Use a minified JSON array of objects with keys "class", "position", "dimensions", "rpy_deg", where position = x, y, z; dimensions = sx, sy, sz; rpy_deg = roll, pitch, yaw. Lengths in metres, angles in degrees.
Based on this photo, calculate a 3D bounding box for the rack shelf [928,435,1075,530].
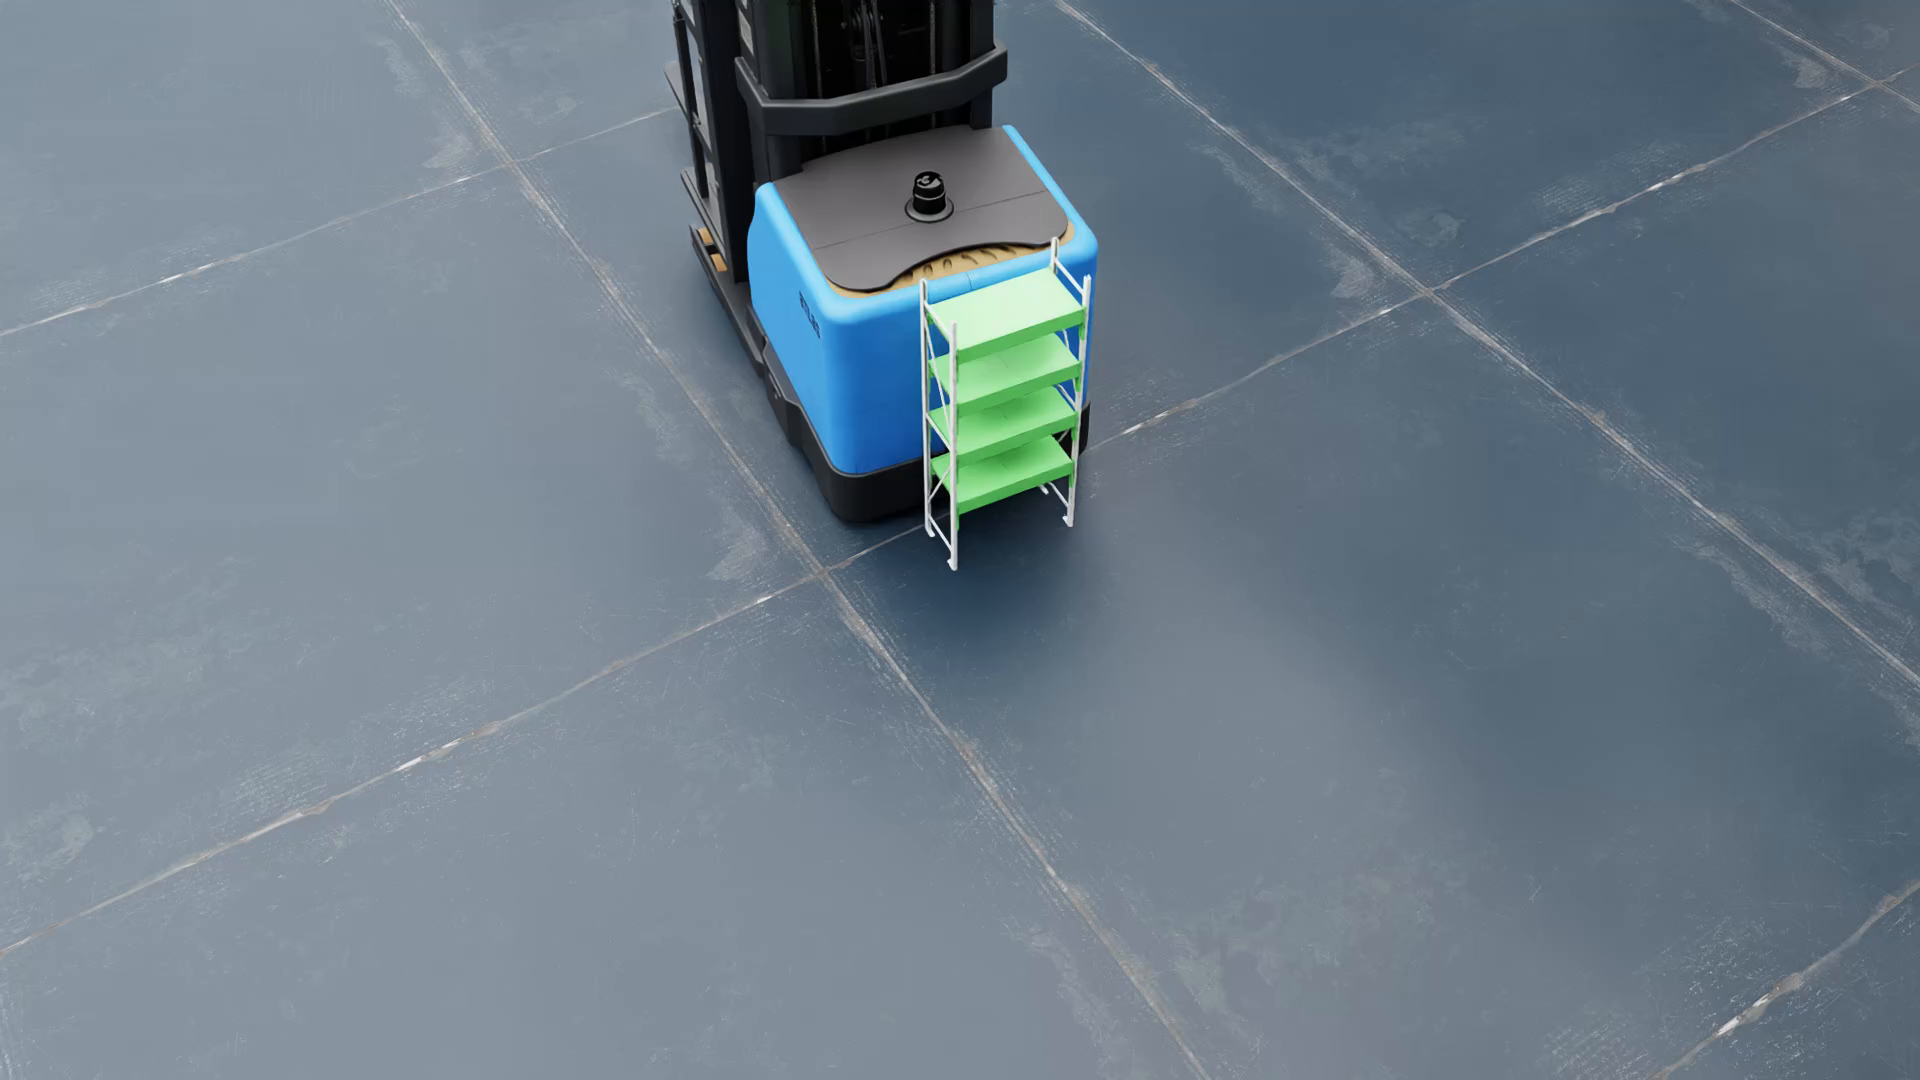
[{"class":"rack shelf","position":[0.148,-0.245,6.072],"dimensions":[0.480,0.148,0.258],"rpy_deg":[-20,51,-17]}]

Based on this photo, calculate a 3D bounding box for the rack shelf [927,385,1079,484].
[{"class":"rack shelf","position":[0.148,-0.405,5.893],"dimensions":[0.480,0.148,0.258],"rpy_deg":[-20,51,-17]}]

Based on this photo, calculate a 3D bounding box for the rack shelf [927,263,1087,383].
[{"class":"rack shelf","position":[0.148,-0.724,5.534],"dimensions":[0.480,0.148,0.258],"rpy_deg":[-20,51,-17]}]

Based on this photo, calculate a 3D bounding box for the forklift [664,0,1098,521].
[{"class":"forklift","position":[-0.533,-2.166,6.217],"dimensions":[1.130,2.935,3.031],"rpy_deg":[-17,51,-15]}]

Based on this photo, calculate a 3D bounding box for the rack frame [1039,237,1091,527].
[{"class":"rack frame","position":[0.366,-0.529,5.918],"dimensions":[0.015,1.200,0.240],"rpy_deg":[-20,51,-17]}]

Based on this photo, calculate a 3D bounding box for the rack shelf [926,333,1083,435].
[{"class":"rack shelf","position":[0.148,-0.565,5.714],"dimensions":[0.480,0.148,0.258],"rpy_deg":[-20,51,-17]}]

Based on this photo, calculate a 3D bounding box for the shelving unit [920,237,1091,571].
[{"class":"shelving unit","position":[0.148,-0.448,5.845],"dimensions":[0.503,1.200,0.258],"rpy_deg":[-20,51,-17]}]

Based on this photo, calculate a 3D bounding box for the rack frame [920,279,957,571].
[{"class":"rack frame","position":[-0.070,-0.366,5.773],"dimensions":[0.015,1.200,0.240],"rpy_deg":[-20,51,-17]}]
